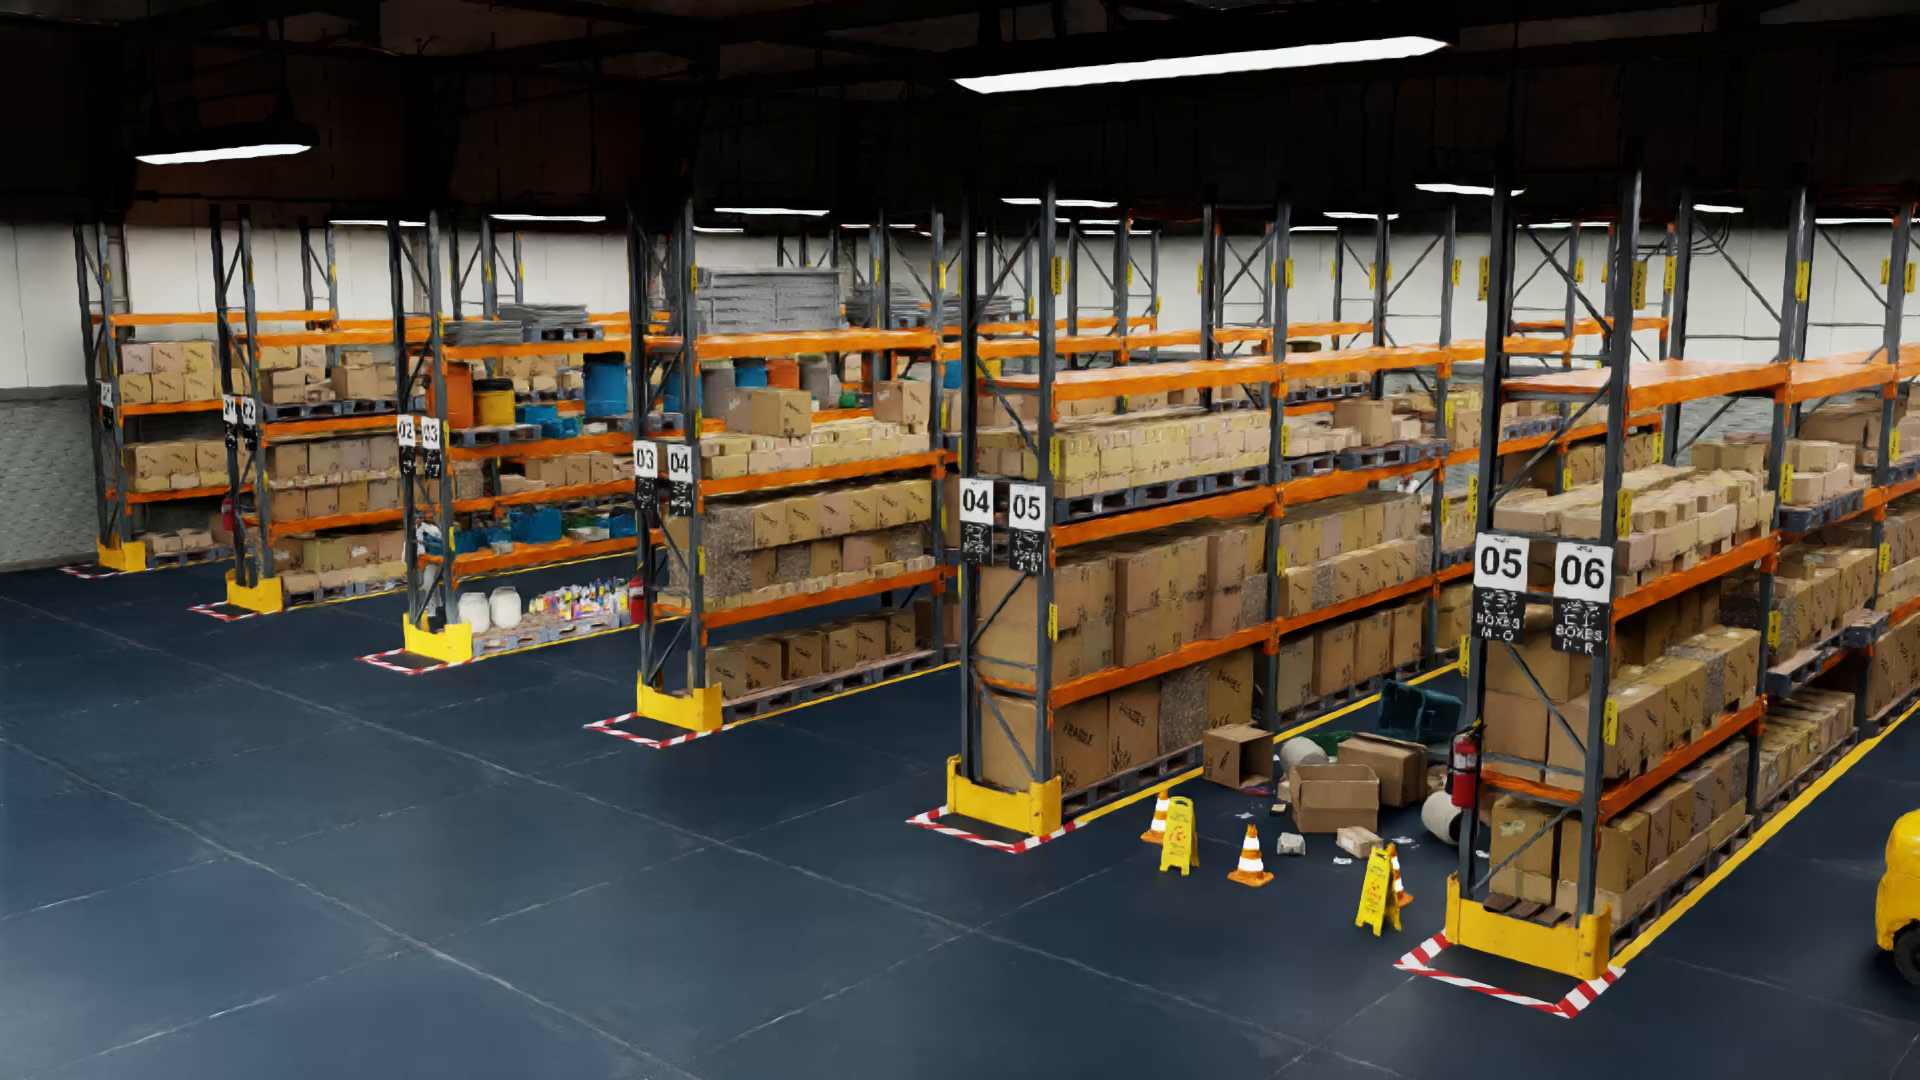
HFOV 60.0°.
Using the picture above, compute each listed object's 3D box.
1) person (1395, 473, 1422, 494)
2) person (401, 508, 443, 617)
[{"bbox_3d":[7.798,-0.487,28.992,0.543,1.700,1.119,8,12,38],"label":"person"},{"bbox_3d":[-7.871,0.292,24.605,0.638,1.607,0.813,4,10,24],"label":"person"}]
